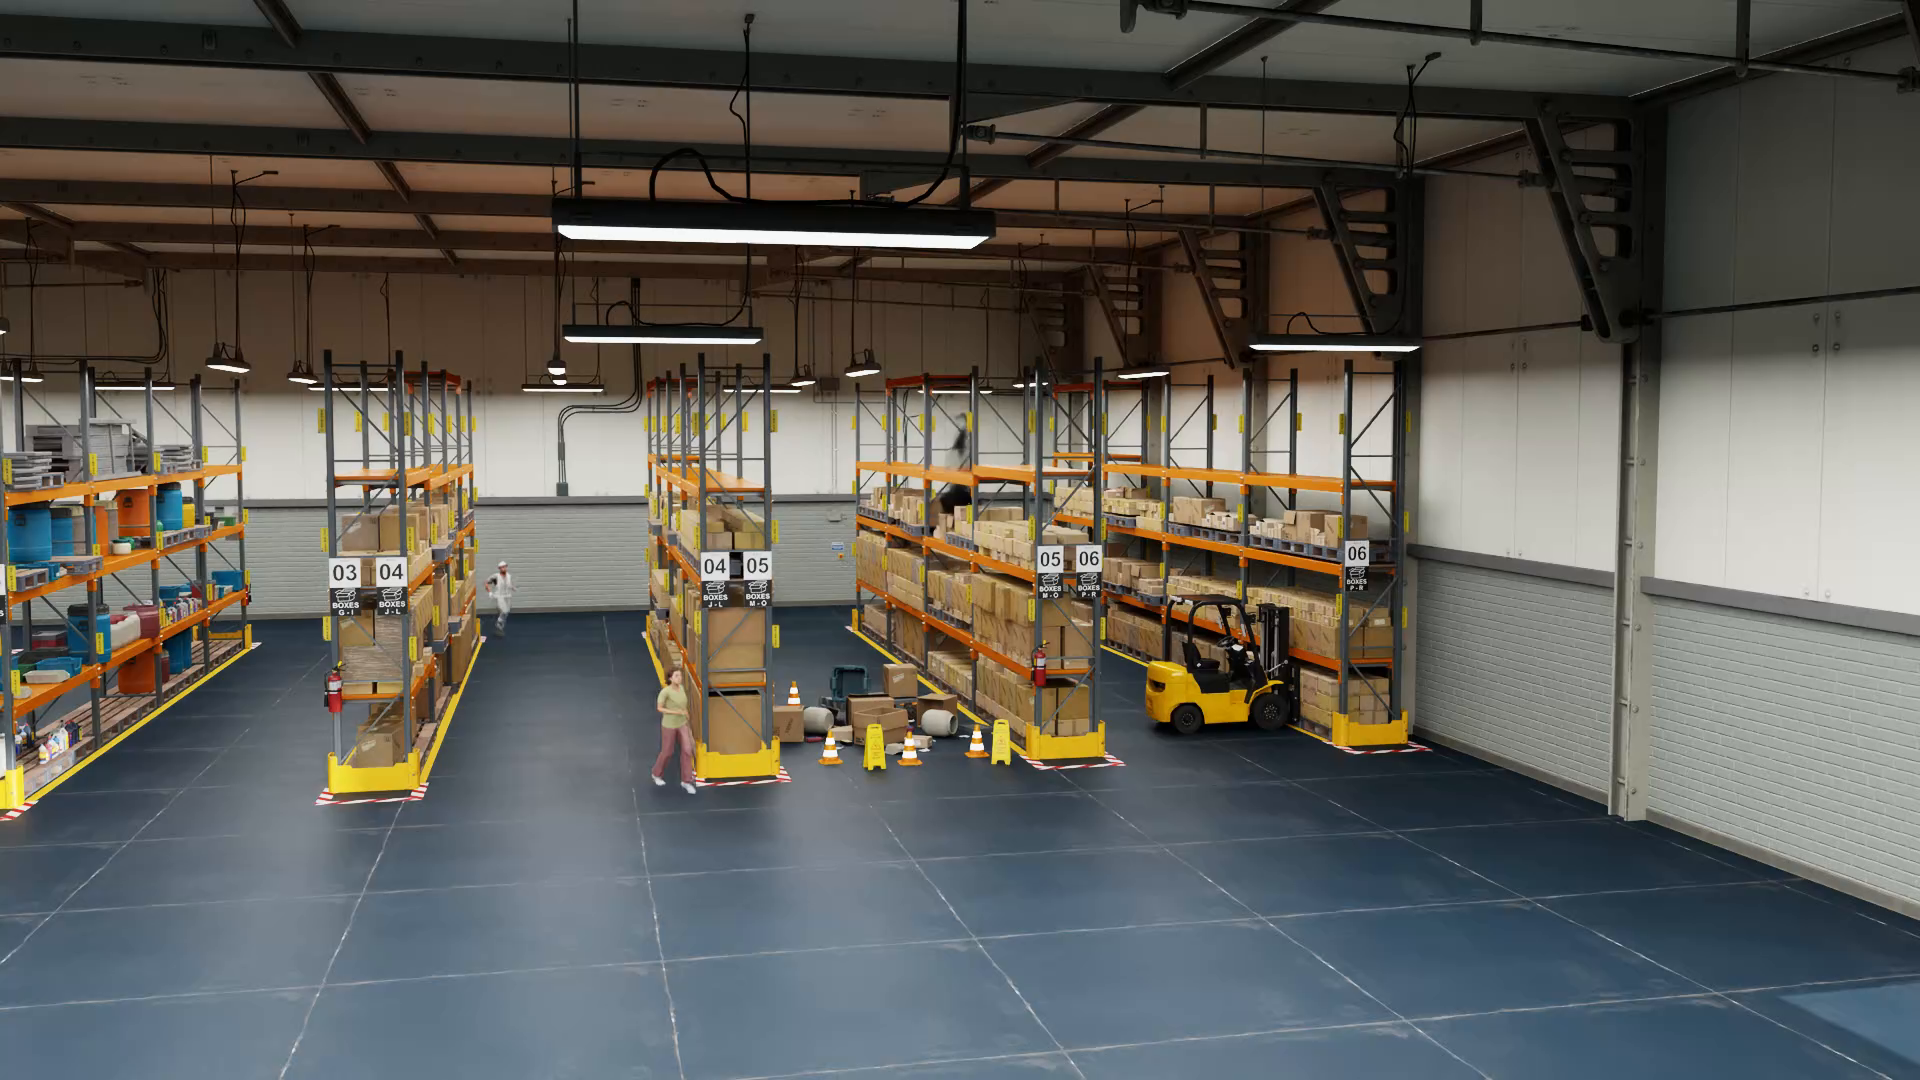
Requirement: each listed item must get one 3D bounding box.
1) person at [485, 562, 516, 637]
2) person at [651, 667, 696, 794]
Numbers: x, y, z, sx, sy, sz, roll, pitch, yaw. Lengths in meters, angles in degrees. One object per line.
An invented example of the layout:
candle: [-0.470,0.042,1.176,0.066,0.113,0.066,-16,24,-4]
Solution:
person: [-10.797,1.392,39.270,0.705,1.772,0.657,4,5,42]
person: [-3.925,2.588,22.739,0.788,1.727,0.592,4,5,41]
